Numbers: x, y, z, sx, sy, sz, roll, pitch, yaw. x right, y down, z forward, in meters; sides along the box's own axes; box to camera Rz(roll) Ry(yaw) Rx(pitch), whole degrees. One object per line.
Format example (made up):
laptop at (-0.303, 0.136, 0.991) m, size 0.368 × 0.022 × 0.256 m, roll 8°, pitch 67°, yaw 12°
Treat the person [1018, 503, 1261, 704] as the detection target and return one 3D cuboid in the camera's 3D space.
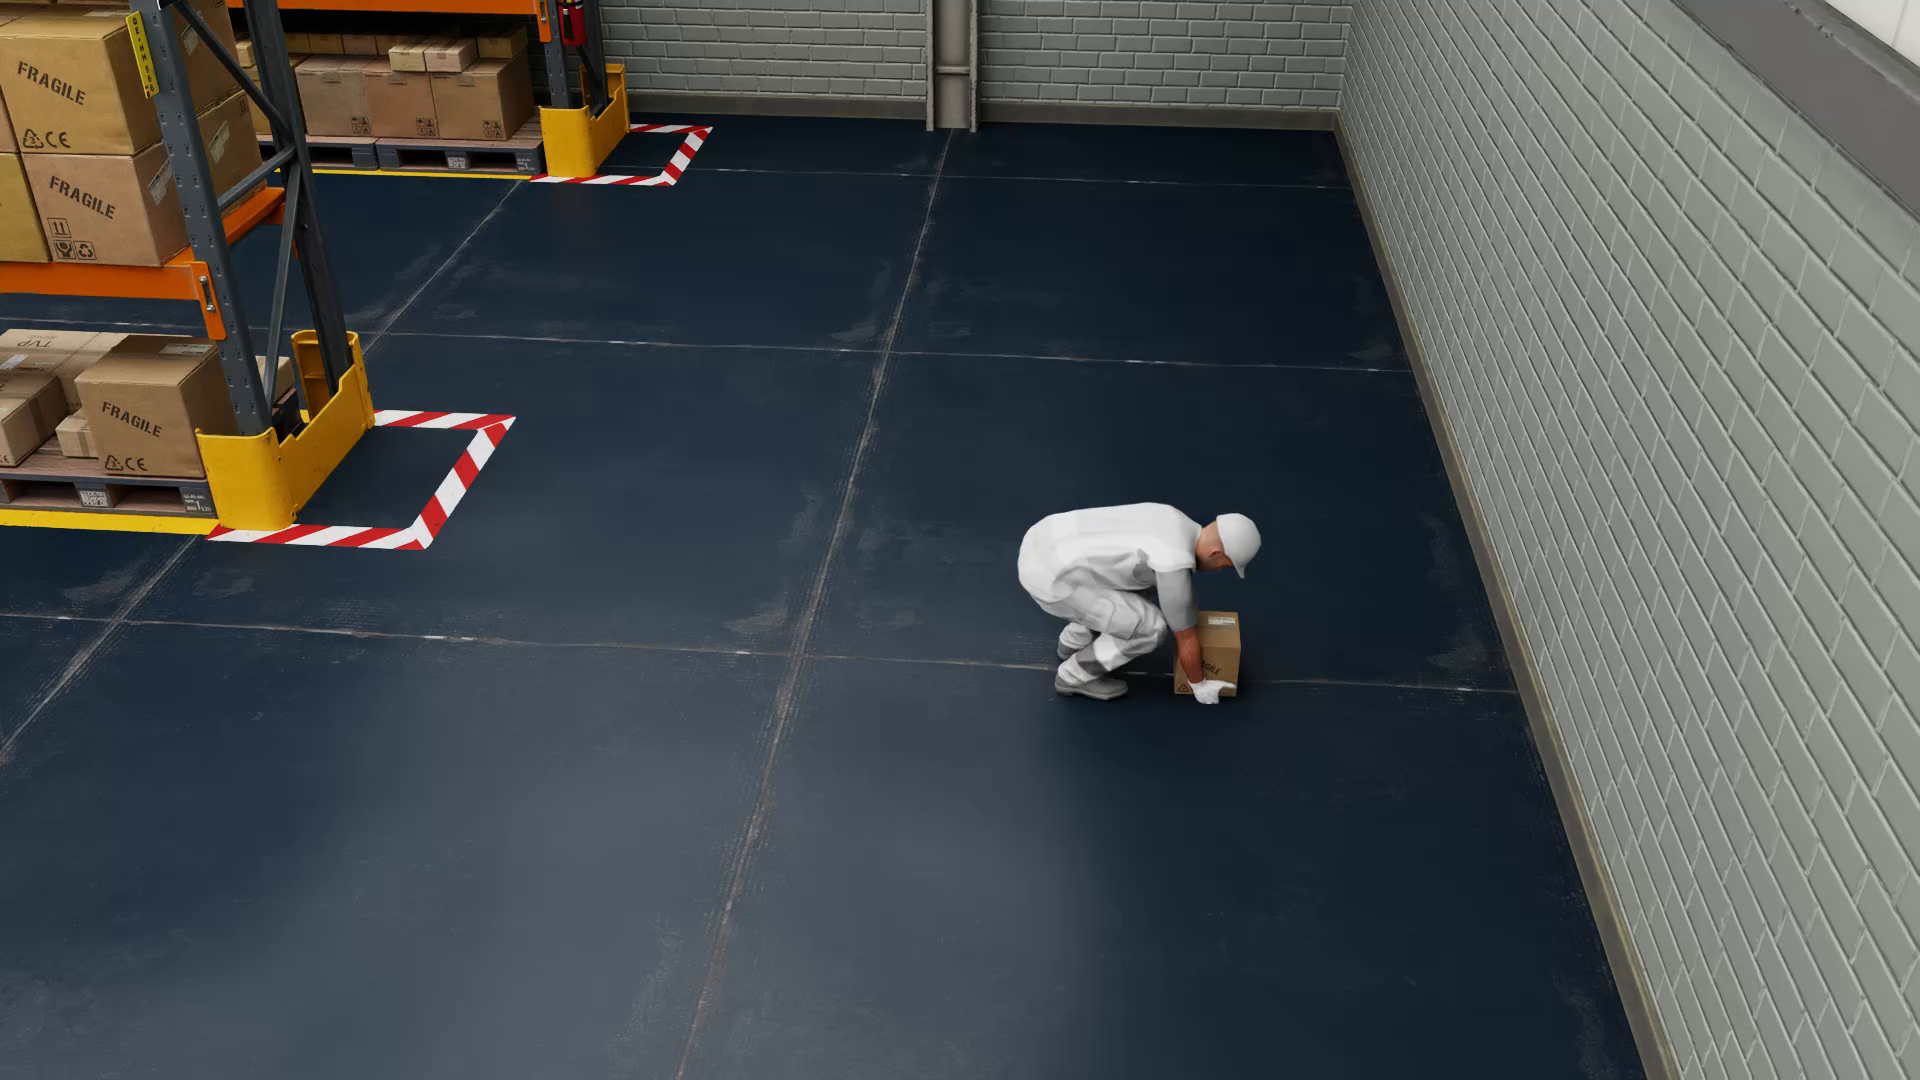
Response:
person at (0.709, 0.240, 6.715) m, size 0.958 × 0.799 × 0.523 m, roll 2°, pitch 32°, yaw 3°
